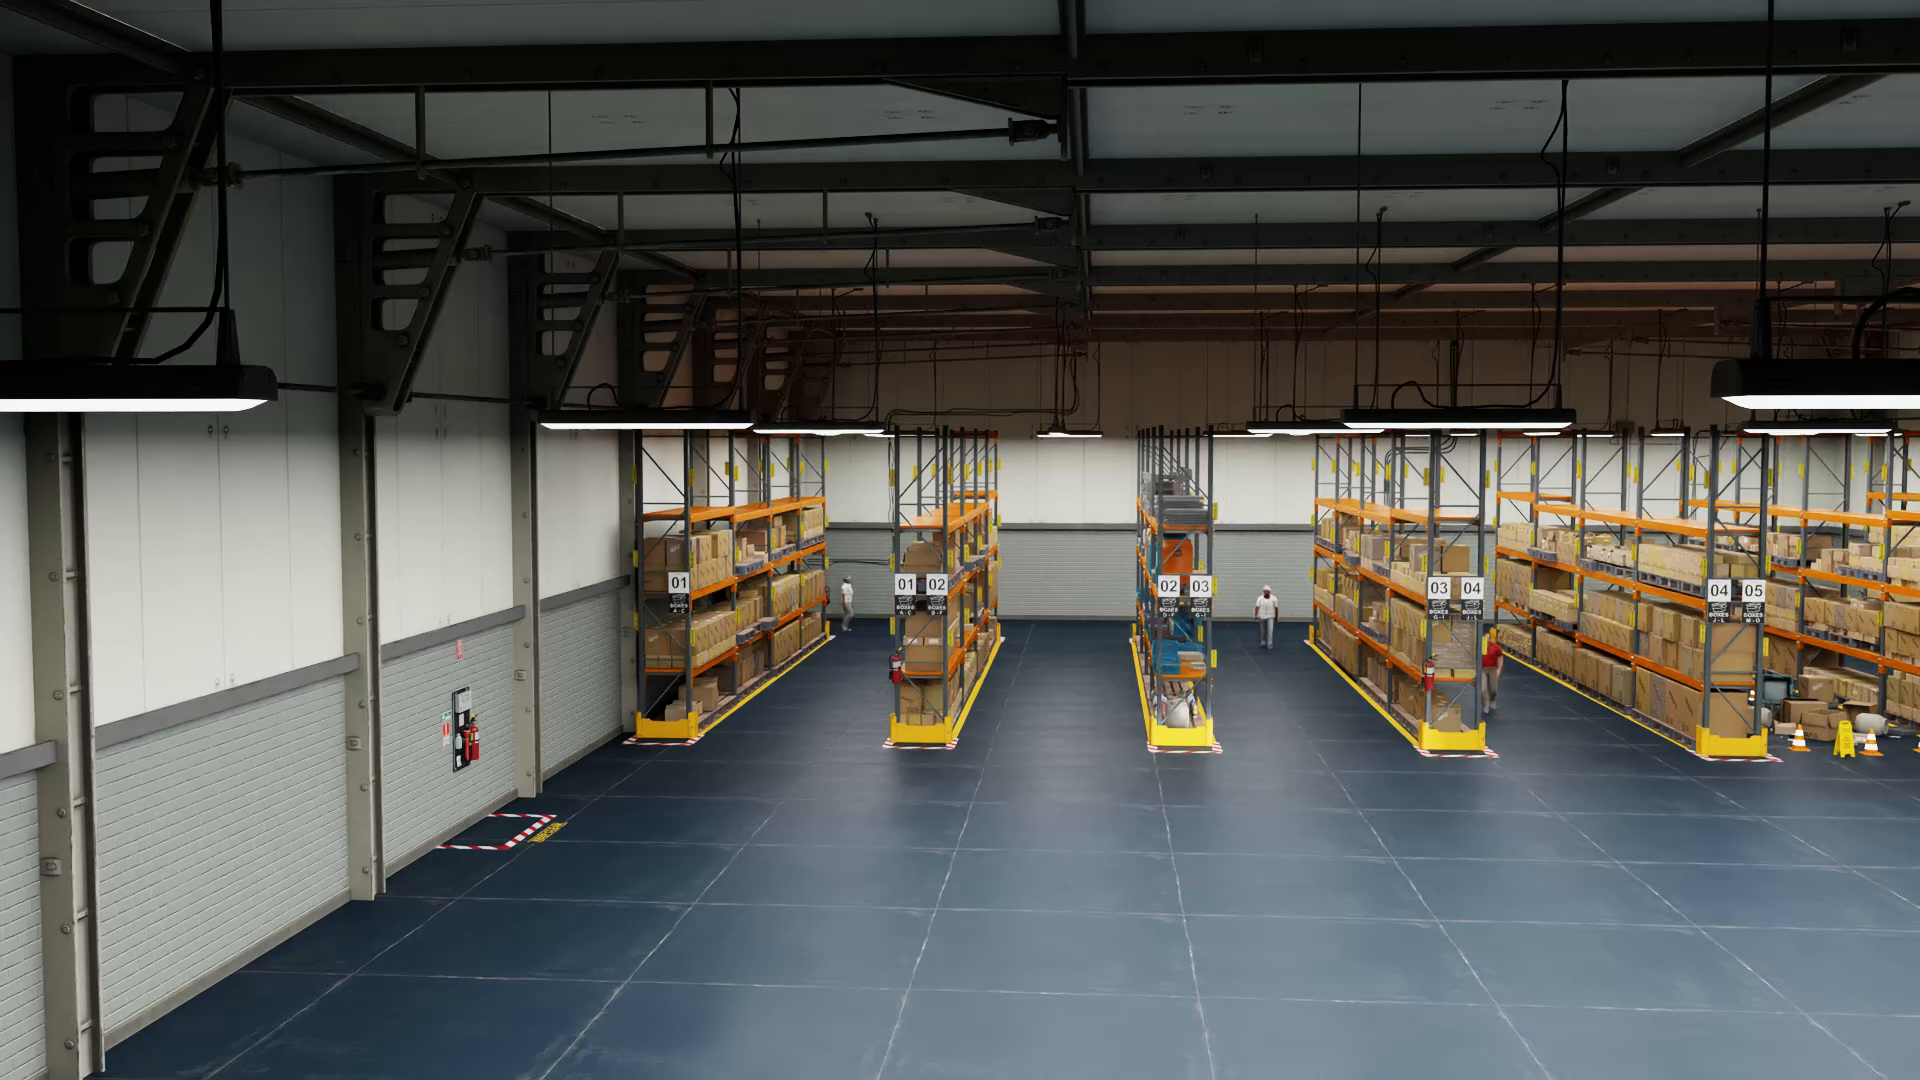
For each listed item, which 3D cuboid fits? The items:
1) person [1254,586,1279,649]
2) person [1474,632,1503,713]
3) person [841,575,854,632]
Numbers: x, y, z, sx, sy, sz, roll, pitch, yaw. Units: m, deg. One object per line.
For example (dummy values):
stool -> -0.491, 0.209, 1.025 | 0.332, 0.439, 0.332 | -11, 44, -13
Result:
person -> 8.407, 2.108, 45.610 | 0.664, 1.704, 1.077 | 0, 3, 7
person -> 11.142, 2.769, 35.095 | 0.598, 1.708, 0.633 | 1, 4, 19
person -> -3.352, 1.891, 49.696 | 0.408, 1.703, 0.471 | 0, 3, 5
